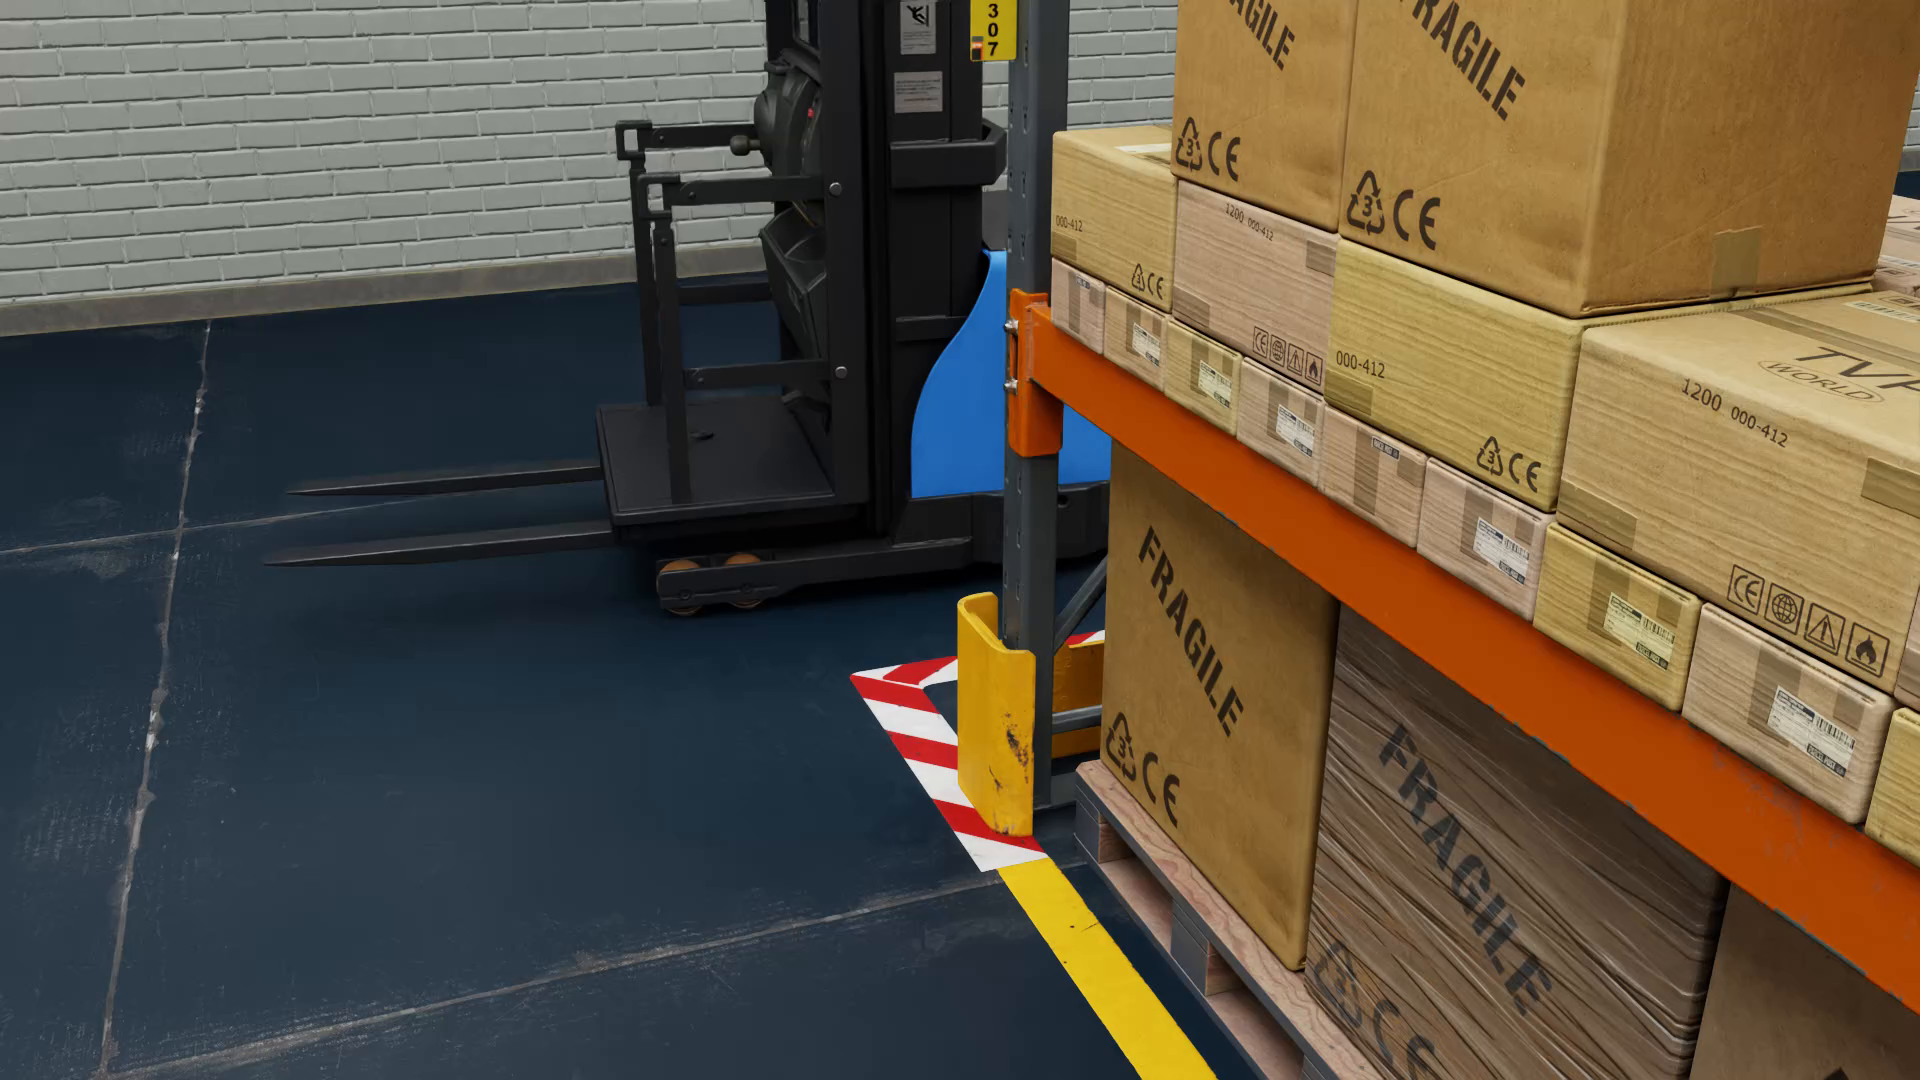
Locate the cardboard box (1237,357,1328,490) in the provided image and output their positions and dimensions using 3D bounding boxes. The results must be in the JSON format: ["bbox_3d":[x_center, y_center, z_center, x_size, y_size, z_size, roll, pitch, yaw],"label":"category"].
[{"bbox_3d":[0.683,-0.216,2.723,0.380,0.149,0.250,-9,24,-20],"label":"cardboard box"}]

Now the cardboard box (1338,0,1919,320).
[{"bbox_3d":[0.873,-0.619,2.202,0.500,0.500,0.500,-9,24,-20],"label":"cardboard box"}]

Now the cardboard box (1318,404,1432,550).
[{"bbox_3d":[0.772,-0.123,2.504,0.380,0.149,0.250,-9,24,-20],"label":"cardboard box"}]

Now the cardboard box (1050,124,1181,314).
[{"bbox_3d":[0.508,-0.643,3.224,0.500,0.250,0.500,-9,24,-20],"label":"cardboard box"}]

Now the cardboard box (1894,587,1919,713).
[{"bbox_3d":[1.237,0.101,1.457,0.500,0.250,0.500,-8,24,-18],"label":"cardboard box"}]

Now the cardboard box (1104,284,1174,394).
[{"bbox_3d":[0.499,-0.403,3.169,0.380,0.149,0.250,-9,24,-20],"label":"cardboard box"}]

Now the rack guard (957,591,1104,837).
[{"bbox_3d":[0.582,0.357,4.260,1.175,0.500,0.348,-8,24,-19],"label":"rack guard"}]

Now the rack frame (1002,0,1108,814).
[{"bbox_3d":[0.591,-0.786,3.754,1.000,3.000,0.127,-8,24,-19],"label":"rack frame"}]

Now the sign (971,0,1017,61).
[{"bbox_3d":[0.069,-1.148,3.395,0.100,0.325,0.005,-8,24,-19],"label":"sign"}]

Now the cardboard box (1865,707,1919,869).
[{"bbox_3d":[1.135,0.250,1.618,0.380,0.149,0.250,-9,24,-20],"label":"cardboard box"}]

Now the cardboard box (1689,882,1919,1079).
[{"bbox_3d":[1.528,0.875,2.008,0.875,0.875,0.875,-8,24,-19],"label":"cardboard box"}]

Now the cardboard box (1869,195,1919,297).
[{"bbox_3d":[1.369,-0.345,2.518,0.500,0.250,0.500,-9,25,-21],"label":"cardboard box"}]

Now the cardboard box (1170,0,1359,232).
[{"bbox_3d":[0.684,-0.807,2.647,0.500,0.500,0.500,-9,24,-20],"label":"cardboard box"}]

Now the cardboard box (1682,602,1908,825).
[{"bbox_3d":[1.046,0.157,1.838,0.380,0.149,0.250,-8,24,-18],"label":"cardboard box"}]

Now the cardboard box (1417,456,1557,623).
[{"bbox_3d":[0.864,-0.030,2.282,0.380,0.149,0.250,-9,24,-20],"label":"cardboard box"}]

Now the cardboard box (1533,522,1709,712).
[{"bbox_3d":[0.952,0.062,2.064,0.380,0.149,0.250,-9,24,-20],"label":"cardboard box"}]

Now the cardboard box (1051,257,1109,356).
[{"bbox_3d":[0.407,-0.496,3.389,0.380,0.149,0.250,-8,24,-18],"label":"cardboard box"}]

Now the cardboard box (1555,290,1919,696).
[{"bbox_3d":[1.061,-0.083,1.895,0.500,0.250,0.500,-9,24,-20],"label":"cardboard box"}]

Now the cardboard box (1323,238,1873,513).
[{"bbox_3d":[0.872,-0.272,2.343,0.500,0.250,0.500,-9,25,-21],"label":"cardboard box"}]

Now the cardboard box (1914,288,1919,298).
[{"bbox_3d":[1.557,-0.157,2.070,0.500,0.250,0.500,-8,24,-19],"label":"cardboard box"}]

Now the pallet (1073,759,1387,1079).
[{"bbox_3d":[0.946,0.778,3.632,1.003,0.211,1.213,-8,24,-19],"label":"pallet"}]

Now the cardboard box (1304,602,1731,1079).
[{"bbox_3d":[1.213,0.551,2.775,0.875,0.875,0.875,-8,24,-19],"label":"cardboard box"}]

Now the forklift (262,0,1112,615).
[{"bbox_3d":[-0.717,-1.344,5.166,3.031,2.935,1.130,-6,24,-13],"label":"forklift"}]

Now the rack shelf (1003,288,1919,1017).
[{"bbox_3d":[1.297,0.272,2.169,1.077,0.370,4.000,-8,24,-19],"label":"rack shelf"}]

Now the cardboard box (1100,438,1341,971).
[{"bbox_3d":[0.892,0.221,3.559,0.875,0.875,0.875,-8,24,-19],"label":"cardboard box"}]

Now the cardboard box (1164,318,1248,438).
[{"bbox_3d":[0.590,-0.310,2.948,0.380,0.149,0.250,-9,24,-20],"label":"cardboard box"}]

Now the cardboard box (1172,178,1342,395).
[{"bbox_3d":[0.698,-0.455,2.778,0.500,0.250,0.500,-9,24,-20],"label":"cardboard box"}]
